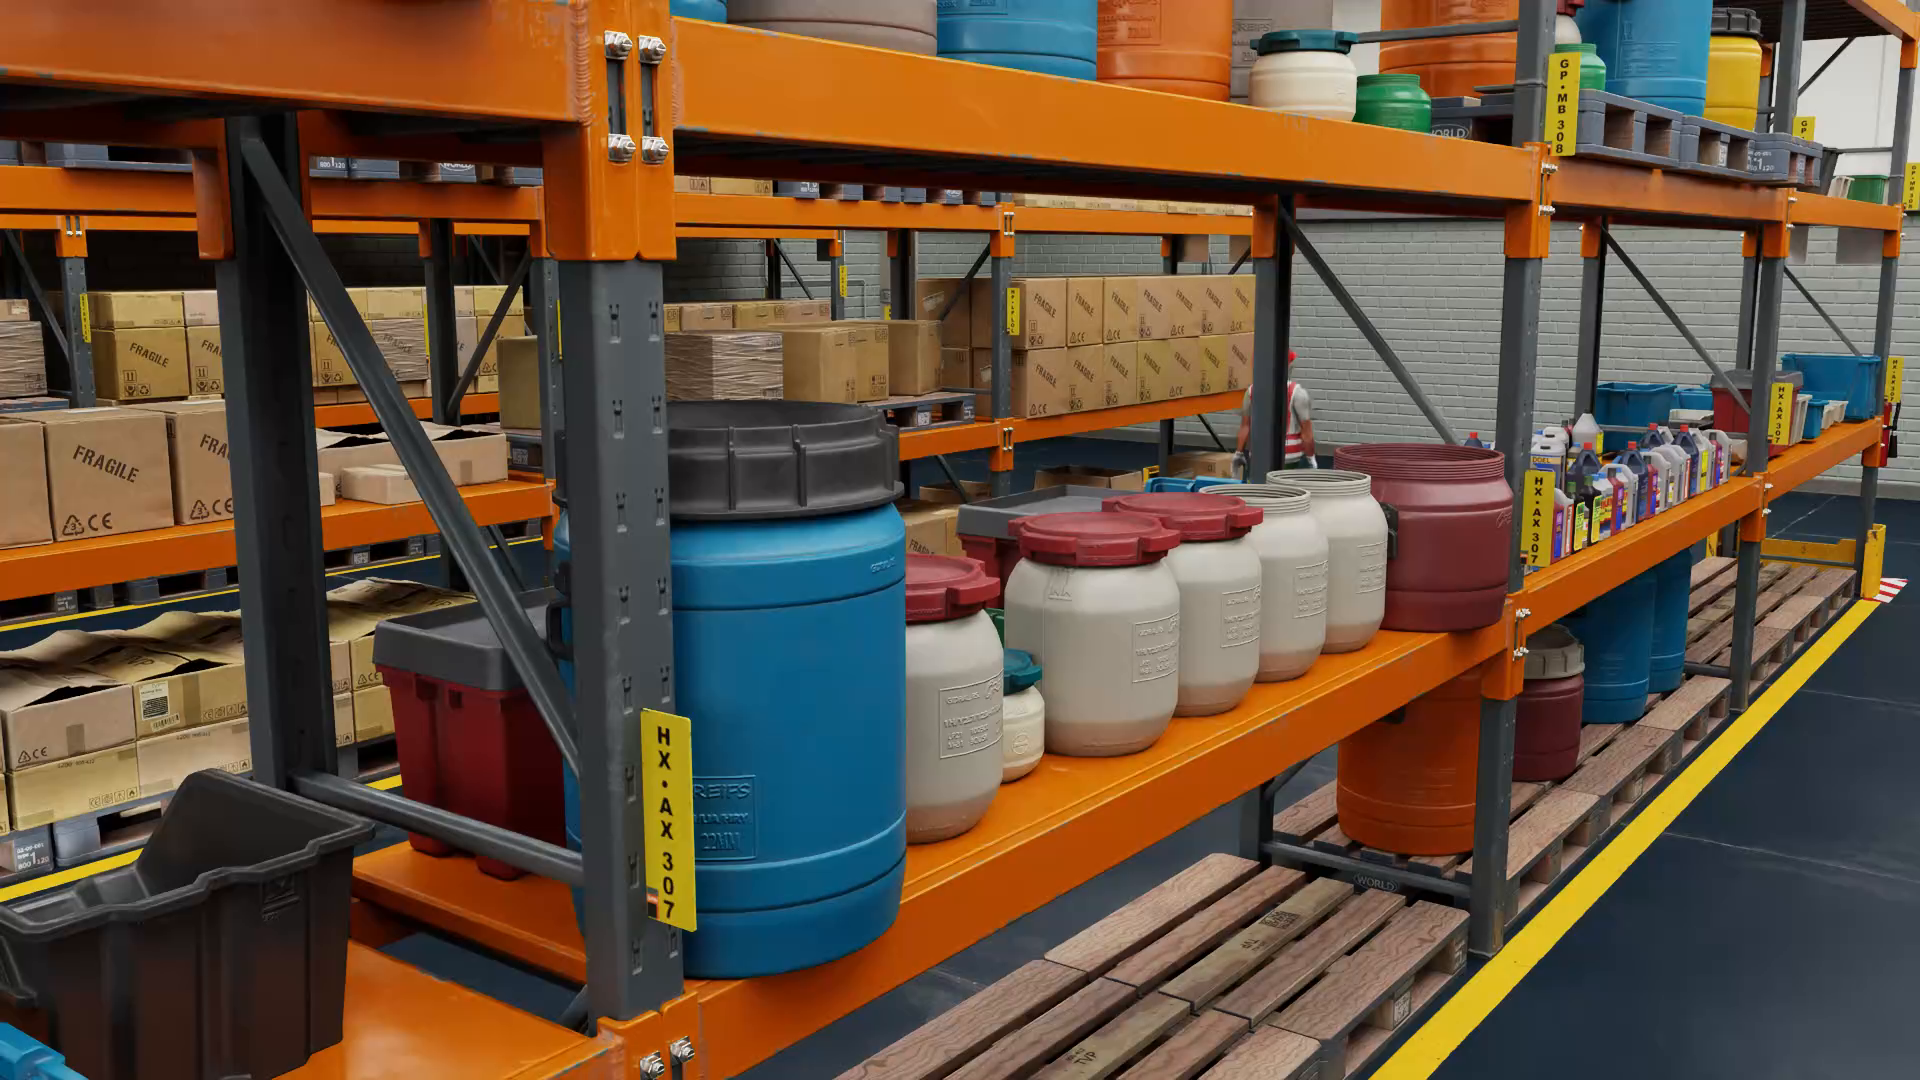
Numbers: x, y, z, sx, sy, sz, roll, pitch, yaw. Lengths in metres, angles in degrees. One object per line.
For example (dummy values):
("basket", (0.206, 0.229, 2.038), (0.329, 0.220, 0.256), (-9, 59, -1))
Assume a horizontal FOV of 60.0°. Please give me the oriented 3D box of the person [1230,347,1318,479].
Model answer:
("person", (2.436, -0.609, 12.793), (0.630, 1.810, 0.491), (7, 12, 37))
